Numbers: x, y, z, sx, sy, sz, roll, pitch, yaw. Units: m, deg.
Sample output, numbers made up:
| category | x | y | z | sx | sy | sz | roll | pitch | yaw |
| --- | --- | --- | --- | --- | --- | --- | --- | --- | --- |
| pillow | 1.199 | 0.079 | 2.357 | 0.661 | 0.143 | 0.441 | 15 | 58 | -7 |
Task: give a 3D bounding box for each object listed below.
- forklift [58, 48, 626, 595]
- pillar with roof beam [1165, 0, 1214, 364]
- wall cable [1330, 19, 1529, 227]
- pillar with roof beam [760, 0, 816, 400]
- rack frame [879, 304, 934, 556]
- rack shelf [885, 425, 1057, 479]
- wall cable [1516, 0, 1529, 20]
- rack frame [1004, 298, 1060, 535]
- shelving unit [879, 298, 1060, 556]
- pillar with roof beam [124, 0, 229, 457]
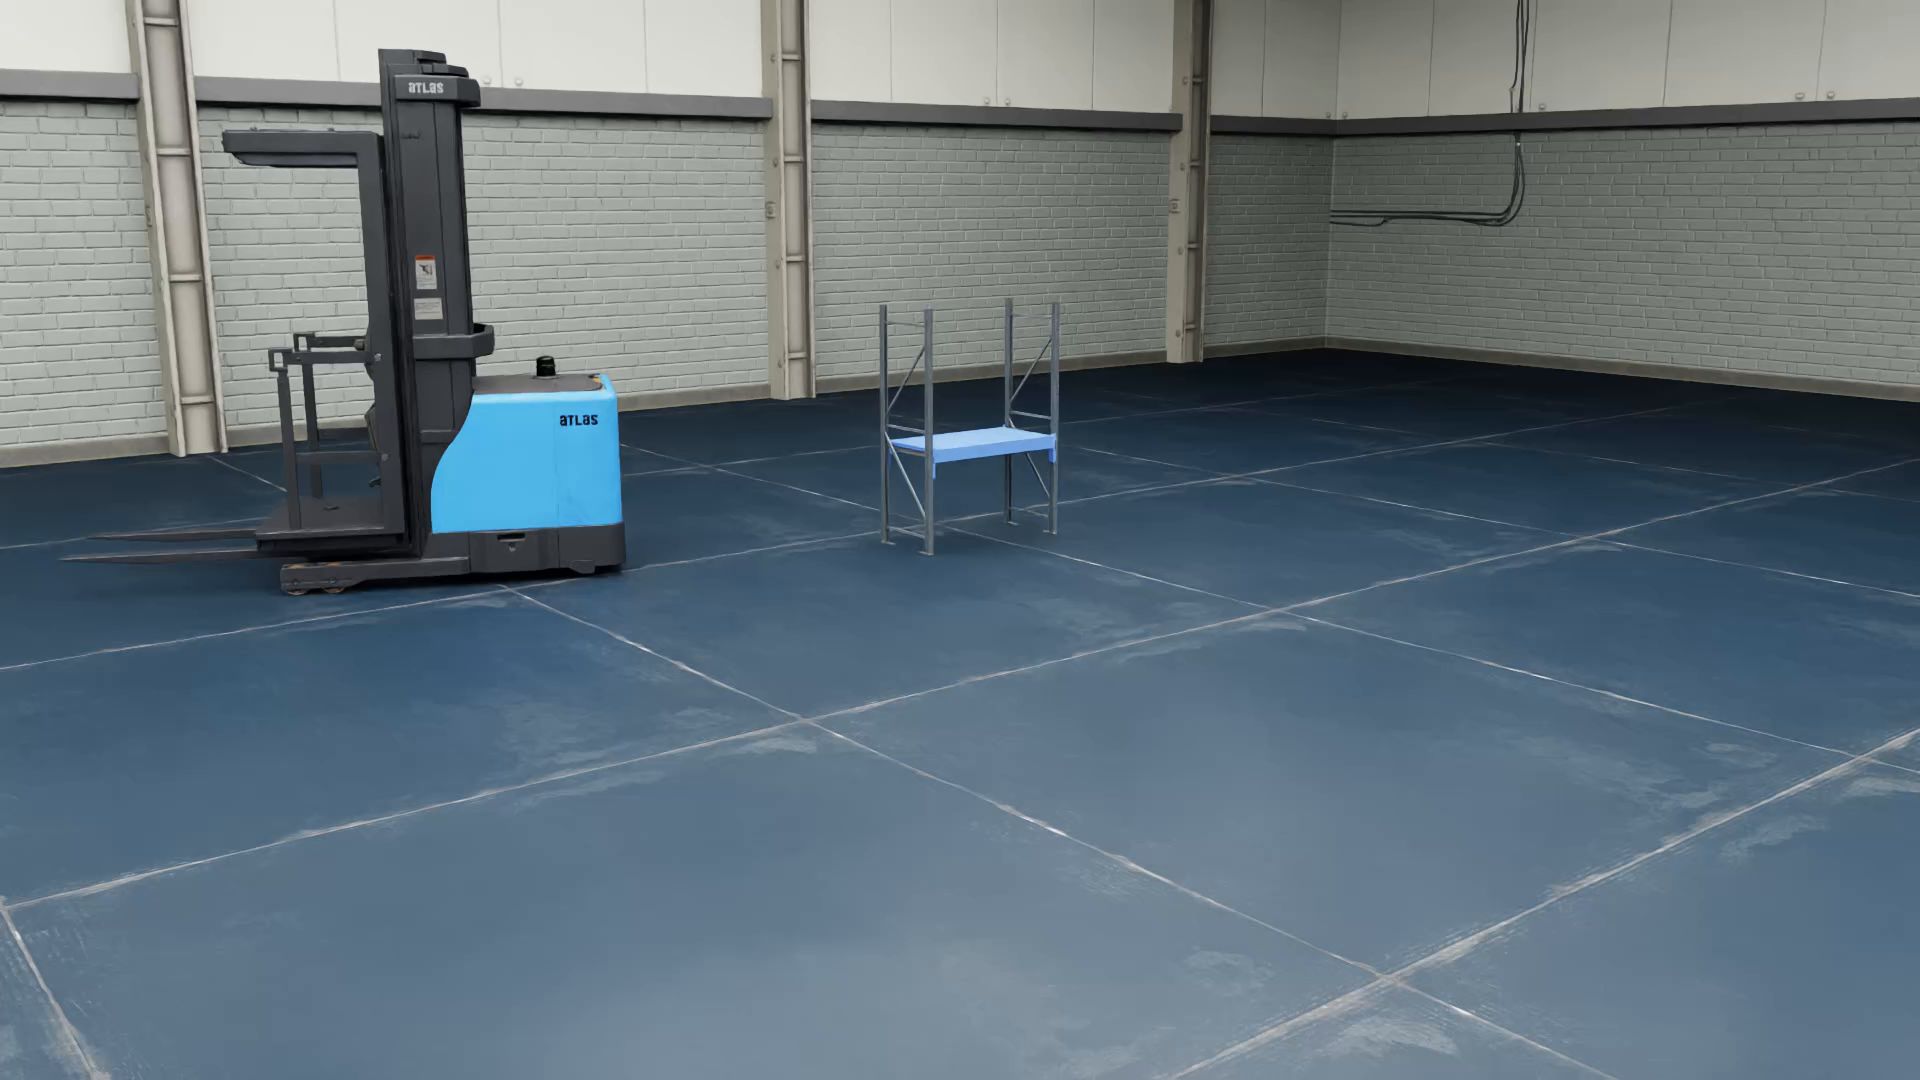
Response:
| category | x | y | z | sx | sy | sz | roll | pitch | yaw |
| --- | --- | --- | --- | --- | --- | --- | --- | --- | --- |
| forklift | -3.522 | -1.250 | 9.461 | 3.031 | 2.935 | 1.130 | -3 | 12 | -14 |
| pillar with roof beam | 5.583 | -6.009 | 17.262 | 0.400 | 9.000 | 9.100 | -9 | 15 | -38 |
| wall cable | 6.020 | -5.356 | 21.663 | 0.112 | 2.526 | 3.097 | -9 | 15 | -38 |
| pillar with roof beam | 0.898 | -5.230 | 13.595 | 0.400 | 9.000 | 9.100 | -9 | 15 | -38 |
| rack frame | -0.330 | -0.679 | 10.214 | 0.032 | 1.500 | 0.500 | -9 | 15 | -38 |
| rack shelf | 0.067 | -0.569 | 10.562 | 1.000 | 0.185 | 0.538 | -9 | 15 | -38 |
| wall cable | 7.710 | -7.388 | 19.072 | 0.112 | 2.526 | 3.097 | -9 | 15 | -38 |
| rack frame | 0.464 | -0.811 | 10.836 | 0.032 | 1.500 | 0.500 | -9 | 15 | -38 |
| shelving unit | 0.067 | -0.745 | 10.525 | 1.048 | 1.500 | 0.538 | -9 | 15 | -38 |
| pillar with roof beam | -3.787 | -4.452 | 9.929 | 0.400 | 9.000 | 9.100 | -9 | 15 | -38 |
